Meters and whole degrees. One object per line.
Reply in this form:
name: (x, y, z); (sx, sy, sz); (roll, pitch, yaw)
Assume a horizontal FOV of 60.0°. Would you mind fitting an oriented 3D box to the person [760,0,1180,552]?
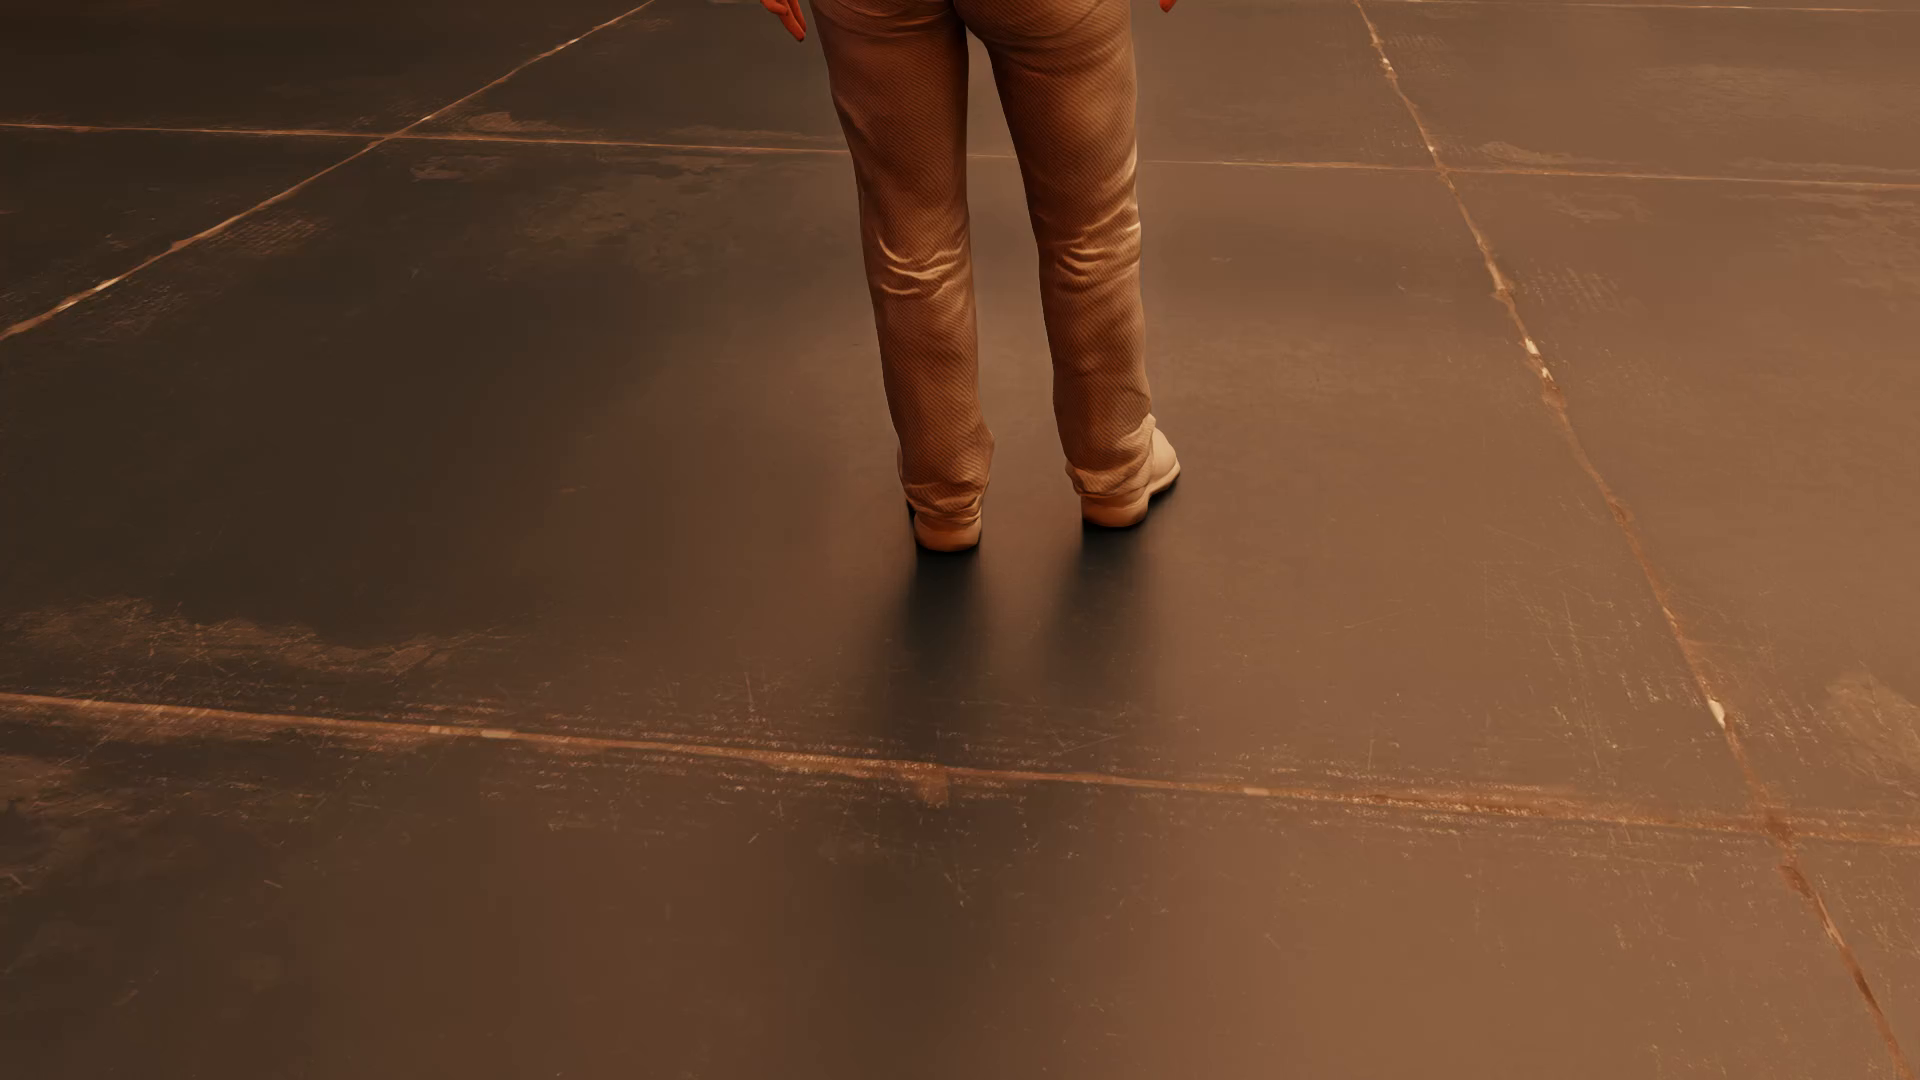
person: (0.017, -0.825, 2.156); (0.631, 1.768, 0.568); (3, 27, 7)
